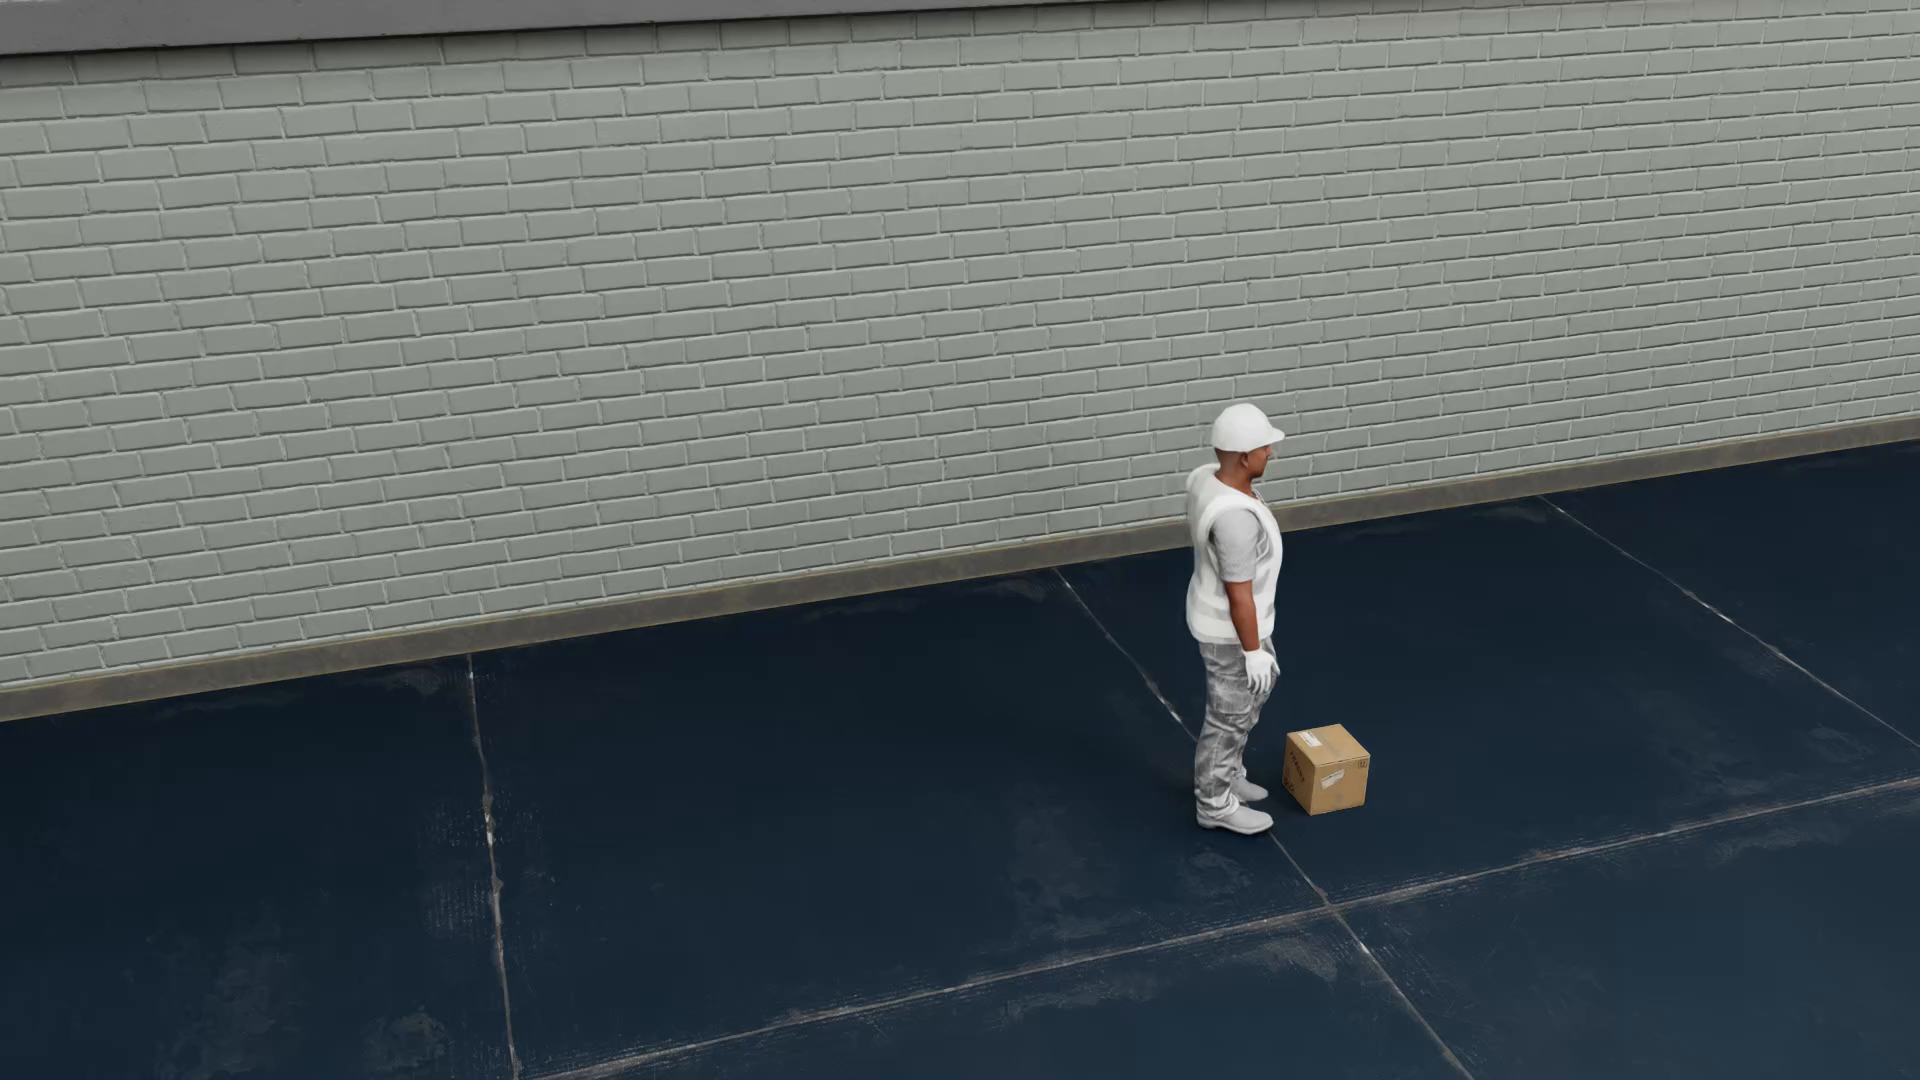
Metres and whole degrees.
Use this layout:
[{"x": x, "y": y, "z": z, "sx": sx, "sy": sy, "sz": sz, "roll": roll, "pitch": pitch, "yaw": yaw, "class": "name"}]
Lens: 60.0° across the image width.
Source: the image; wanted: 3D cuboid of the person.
[{"x": 1.073, "y": 0.344, "z": 6.410, "sx": 0.426, "sy": 1.823, "sz": 0.592, "roll": 1, "pitch": 26, "yaw": 2, "class": "person"}]
